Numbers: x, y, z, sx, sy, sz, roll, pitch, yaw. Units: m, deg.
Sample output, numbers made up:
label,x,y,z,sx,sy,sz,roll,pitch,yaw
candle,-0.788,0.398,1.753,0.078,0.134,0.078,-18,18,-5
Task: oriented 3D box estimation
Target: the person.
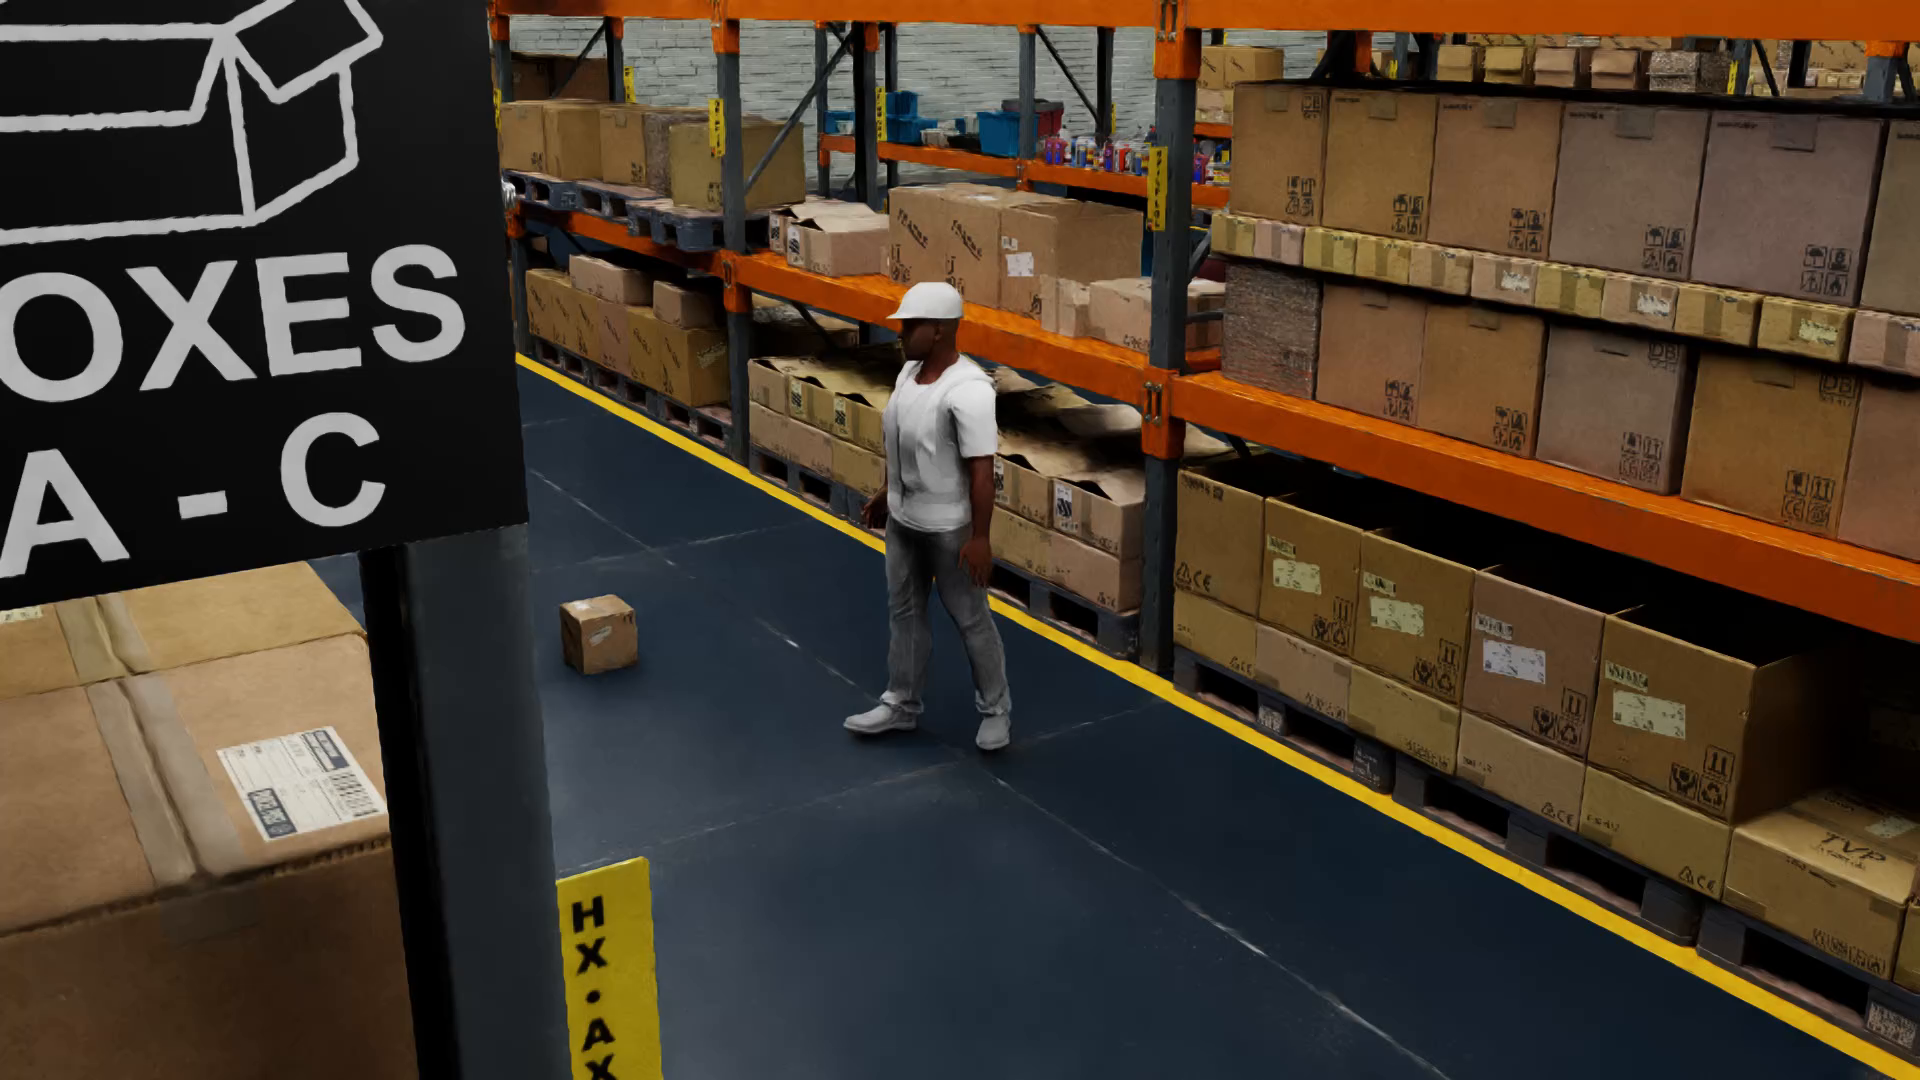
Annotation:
label,x,y,z,sx,sy,sz,roll,pitch,yaw
person,-0.141,-0.090,6.259,0.587,1.768,0.747,-12,22,-33
